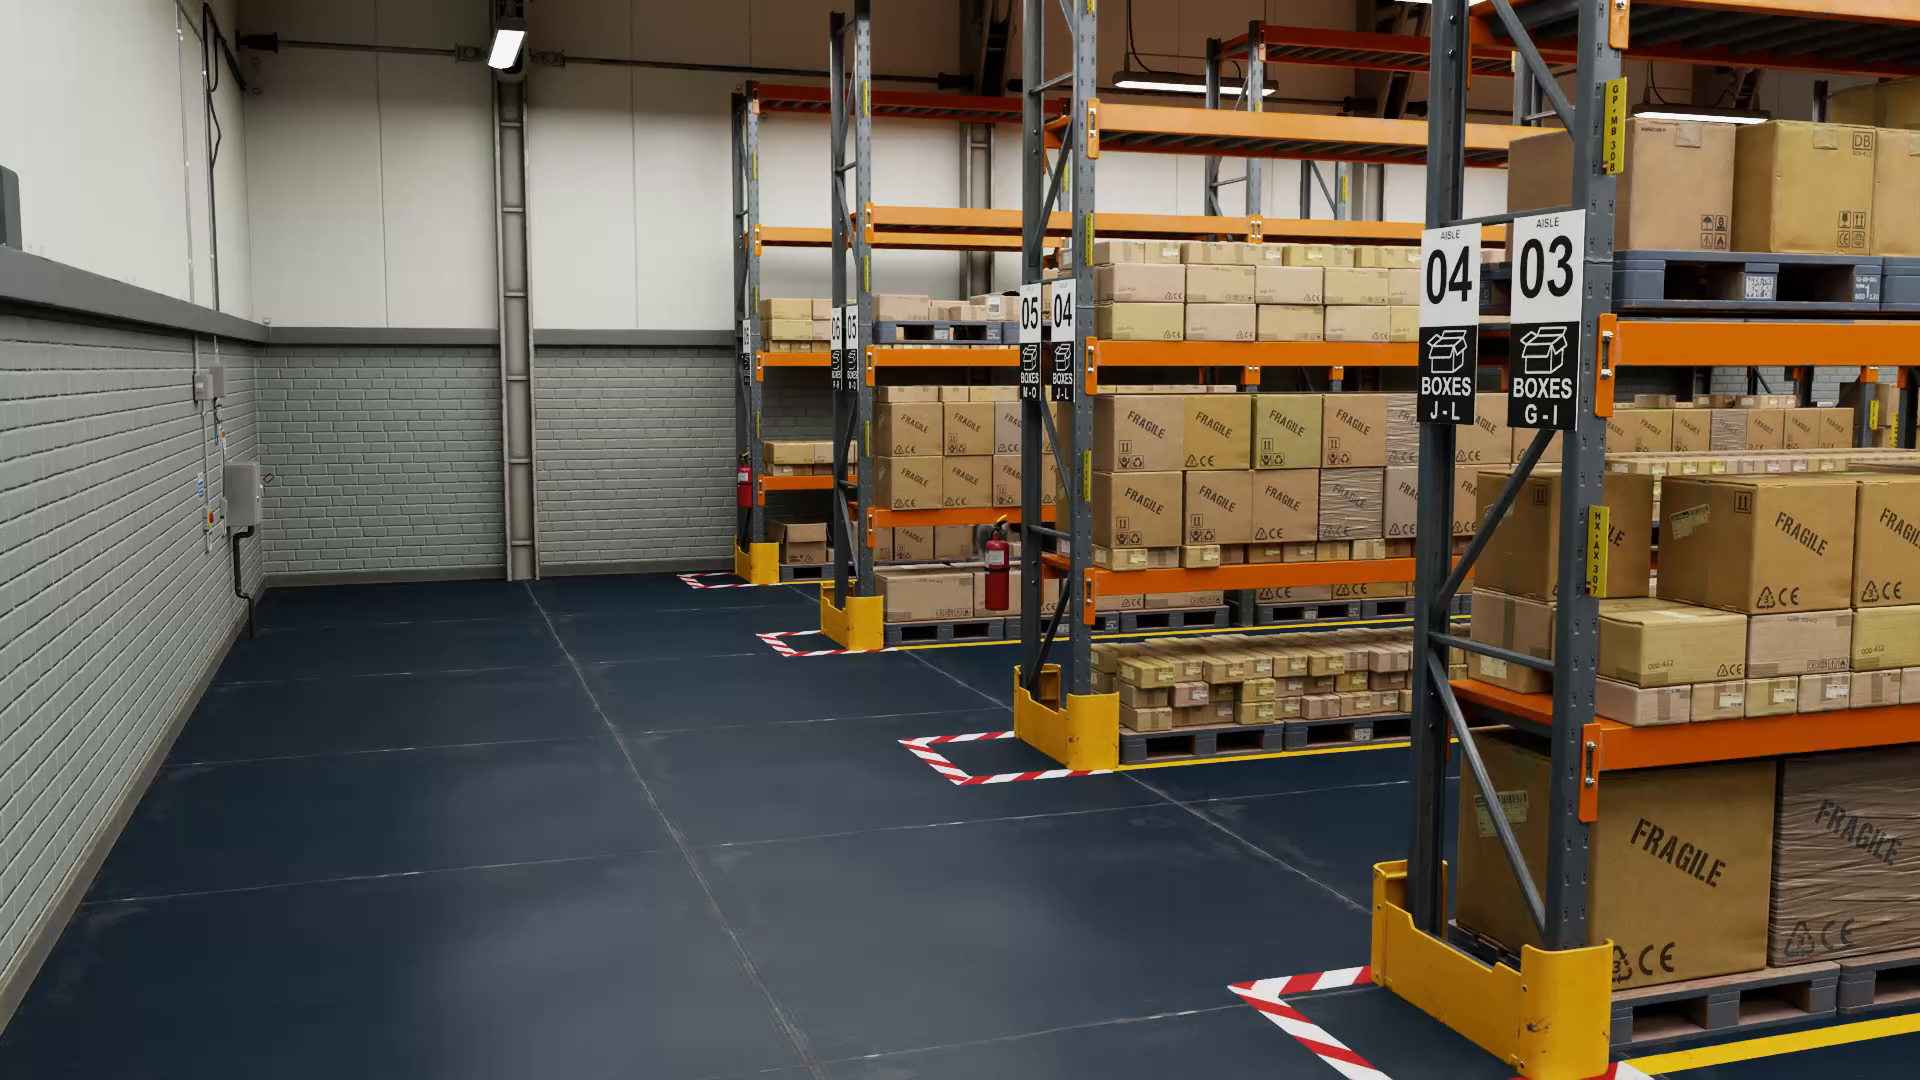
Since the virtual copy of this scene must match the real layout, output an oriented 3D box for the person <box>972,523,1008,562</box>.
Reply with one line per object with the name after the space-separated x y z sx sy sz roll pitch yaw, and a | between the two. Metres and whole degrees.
0.354 -0.185 19.568 0.373 1.587 0.515 -2 6 -20 | person
